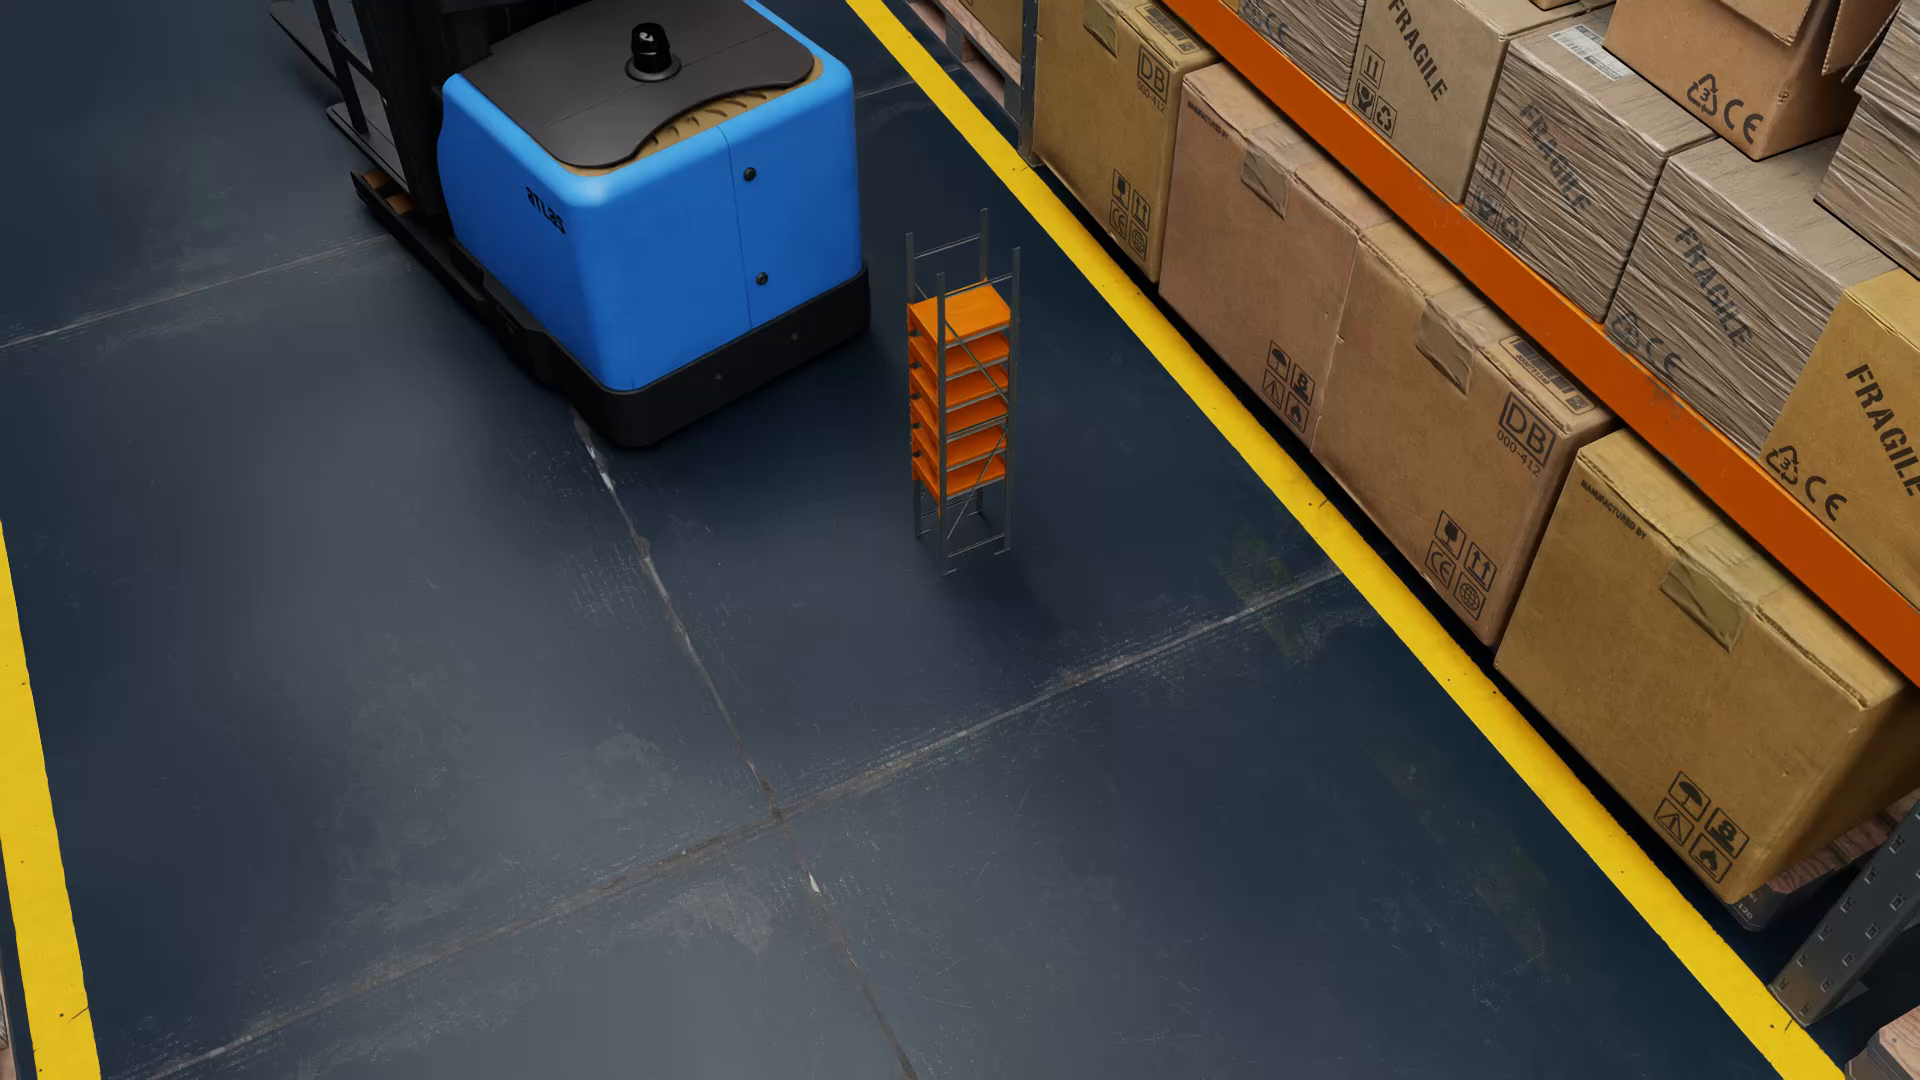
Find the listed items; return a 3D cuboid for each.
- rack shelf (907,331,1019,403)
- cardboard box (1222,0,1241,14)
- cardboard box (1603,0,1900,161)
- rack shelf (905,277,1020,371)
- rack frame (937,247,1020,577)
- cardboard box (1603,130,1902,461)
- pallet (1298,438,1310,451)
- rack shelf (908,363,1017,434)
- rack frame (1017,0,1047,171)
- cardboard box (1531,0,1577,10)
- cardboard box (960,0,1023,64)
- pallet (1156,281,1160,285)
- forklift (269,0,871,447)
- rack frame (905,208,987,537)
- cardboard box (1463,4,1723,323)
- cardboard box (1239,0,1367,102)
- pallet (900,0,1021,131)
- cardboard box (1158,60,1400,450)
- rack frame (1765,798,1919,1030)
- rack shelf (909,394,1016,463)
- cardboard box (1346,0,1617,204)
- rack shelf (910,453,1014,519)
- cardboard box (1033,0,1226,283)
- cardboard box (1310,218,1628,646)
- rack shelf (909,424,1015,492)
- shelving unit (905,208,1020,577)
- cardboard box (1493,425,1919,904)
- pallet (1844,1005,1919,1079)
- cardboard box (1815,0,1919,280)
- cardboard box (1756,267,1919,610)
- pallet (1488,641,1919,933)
[{"bbox_3d":[0.007,-0.514,4.643,0.258,0.103,0.180,-21,52,-18],"label":"rack shelf"},{"bbox_3d":[0.919,-1.952,4.898,0.500,0.500,0.500,-21,52,-17],"label":"cardboard box"},{"bbox_3d":[1.915,-1.267,3.633,0.797,0.503,0.637,-20,52,-17],"label":"cardboard box"},{"bbox_3d":[0.007,-0.593,4.552,0.258,0.103,0.180,-21,52,-18],"label":"rack shelf"},{"bbox_3d":[0.048,-0.324,4.736,0.240,1.200,0.006,-21,52,-18],"label":"rack frame"},{"bbox_3d":[1.861,-0.586,3.703,0.500,0.500,0.500,-22,52,-18],"label":"cardboard box"},{"bbox_3d":[1.683,-0.423,5.480,1.003,0.211,1.213,-21,52,-18],"label":"pallet"},{"bbox_3d":[0.007,-0.435,4.733,0.258,0.103,0.180,-21,52,-18],"label":"rack shelf"},{"bbox_3d":[0.700,-2.649,5.574,1.000,3.000,0.127,-21,52,-18],"label":"rack frame"},{"bbox_3d":[1.602,-1.714,4.023,0.797,0.503,0.637,-20,52,-16],"label":"cardboard box"},{"bbox_3d":[0.469,-2.557,6.626,0.875,0.875,0.875,-21,52,-18],"label":"cardboard box"},{"bbox_3d":[1.120,-1.241,6.195,1.003,0.211,1.213,-21,52,-18],"label":"pallet"},{"bbox_3d":[-1.641,-2.315,5.328,1.130,2.935,3.031,-32,56,-25],"label":"forklift"},{"bbox_3d":[-0.035,-0.447,4.843,0.240,1.200,0.006,-21,52,-18],"label":"rack frame"},{"bbox_3d":[1.621,-0.932,4.006,0.500,0.500,0.500,-23,53,-19],"label":"cardboard box"},{"bbox_3d":[1.148,-1.617,4.605,0.500,0.500,0.500,-22,52,-18],"label":"cardboard box"},{"bbox_3d":[0.422,-2.267,7.093,1.003,0.211,1.213,-21,52,-18],"label":"pallet"},{"bbox_3d":[1.420,-1.069,5.325,1.225,0.875,0.875,-23,53,-19],"label":"cardboard box"},{"bbox_3d":[2.531,0.028,3.233,1.000,3.000,0.127,-21,52,-18],"label":"rack frame"},{"bbox_3d":[0.007,-0.356,4.823,0.258,0.103,0.180,-21,52,-18],"label":"rack shelf"},{"bbox_3d":[1.389,-1.273,4.304,0.500,0.500,0.500,-20,52,-17],"label":"cardboard box"},{"bbox_3d":[0.007,-0.198,5.004,0.258,0.103,0.180,-21,52,-18],"label":"rack shelf"},{"bbox_3d":[1.011,-1.666,5.847,1.225,0.875,0.875,-21,52,-17],"label":"cardboard box"},{"bbox_3d":[1.832,-0.479,4.809,1.225,0.875,0.875,-21,52,-17],"label":"cardboard box"},{"bbox_3d":[0.007,-0.277,4.914,0.258,0.103,0.180,-21,52,-18],"label":"rack shelf"},{"bbox_3d":[0.007,-0.385,4.790,0.258,1.200,0.189,-21,52,-18],"label":"shelving unit"},{"bbox_3d":[2.233,0.120,4.285,1.225,0.875,0.875,-23,53,-19],"label":"cardboard box"},{"bbox_3d":[2.887,1.470,3.824,1.003,0.211,1.213,-21,52,-18],"label":"pallet"},{"bbox_3d":[2.210,-0.830,3.250,0.797,0.503,0.637,-20,52,-16],"label":"cardboard box"},{"bbox_3d":[2.084,-0.250,3.409,0.500,0.500,0.500,-20,52,-16],"label":"cardboard box"},{"bbox_3d":[2.237,0.392,4.767,1.003,0.211,1.213,-21,52,-18],"label":"pallet"}]
